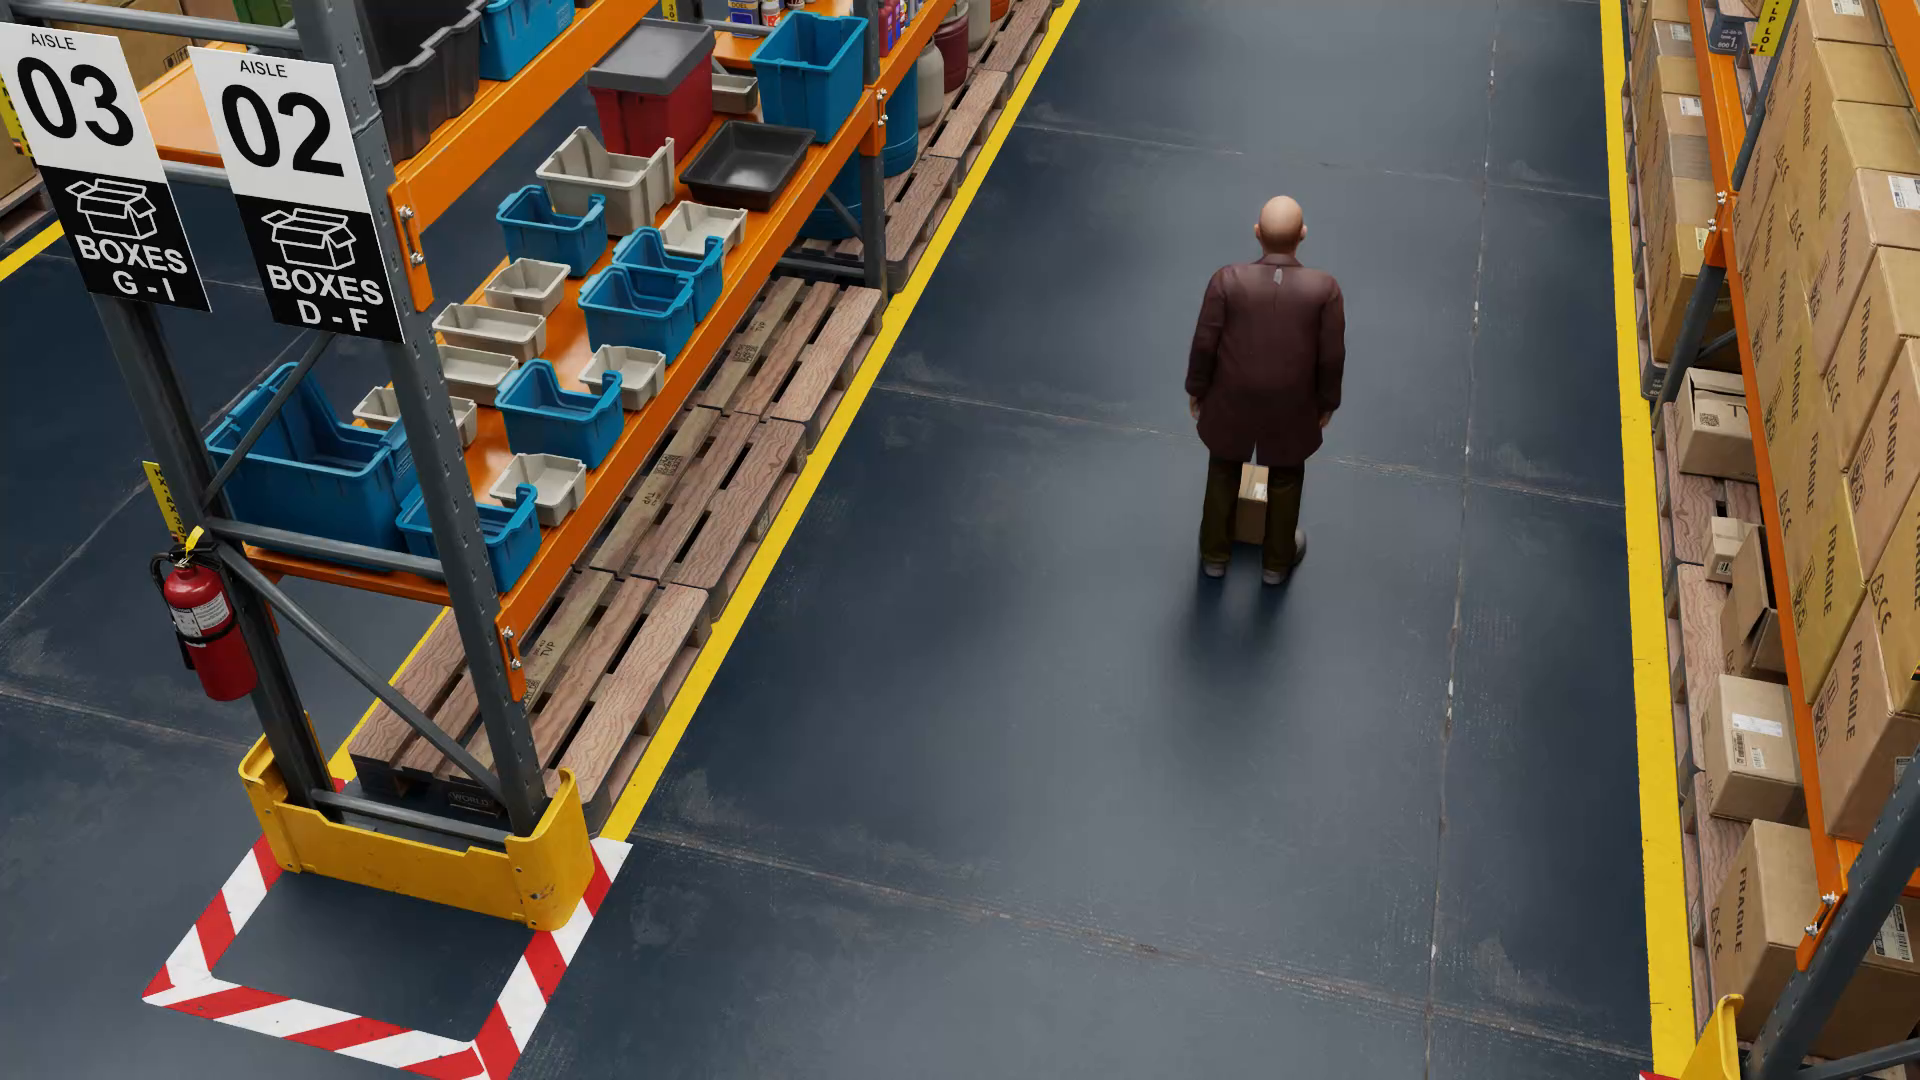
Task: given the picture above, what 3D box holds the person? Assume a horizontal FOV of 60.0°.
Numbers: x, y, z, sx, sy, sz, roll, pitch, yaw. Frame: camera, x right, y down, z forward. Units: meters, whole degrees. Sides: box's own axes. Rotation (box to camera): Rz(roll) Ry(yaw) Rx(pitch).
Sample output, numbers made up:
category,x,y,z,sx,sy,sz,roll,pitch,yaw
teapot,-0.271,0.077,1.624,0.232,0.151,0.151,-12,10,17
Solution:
category,x,y,z,sx,sy,sz,roll,pitch,yaw
person,1.244,-0.588,6.859,0.638,1.772,0.428,8,41,10
